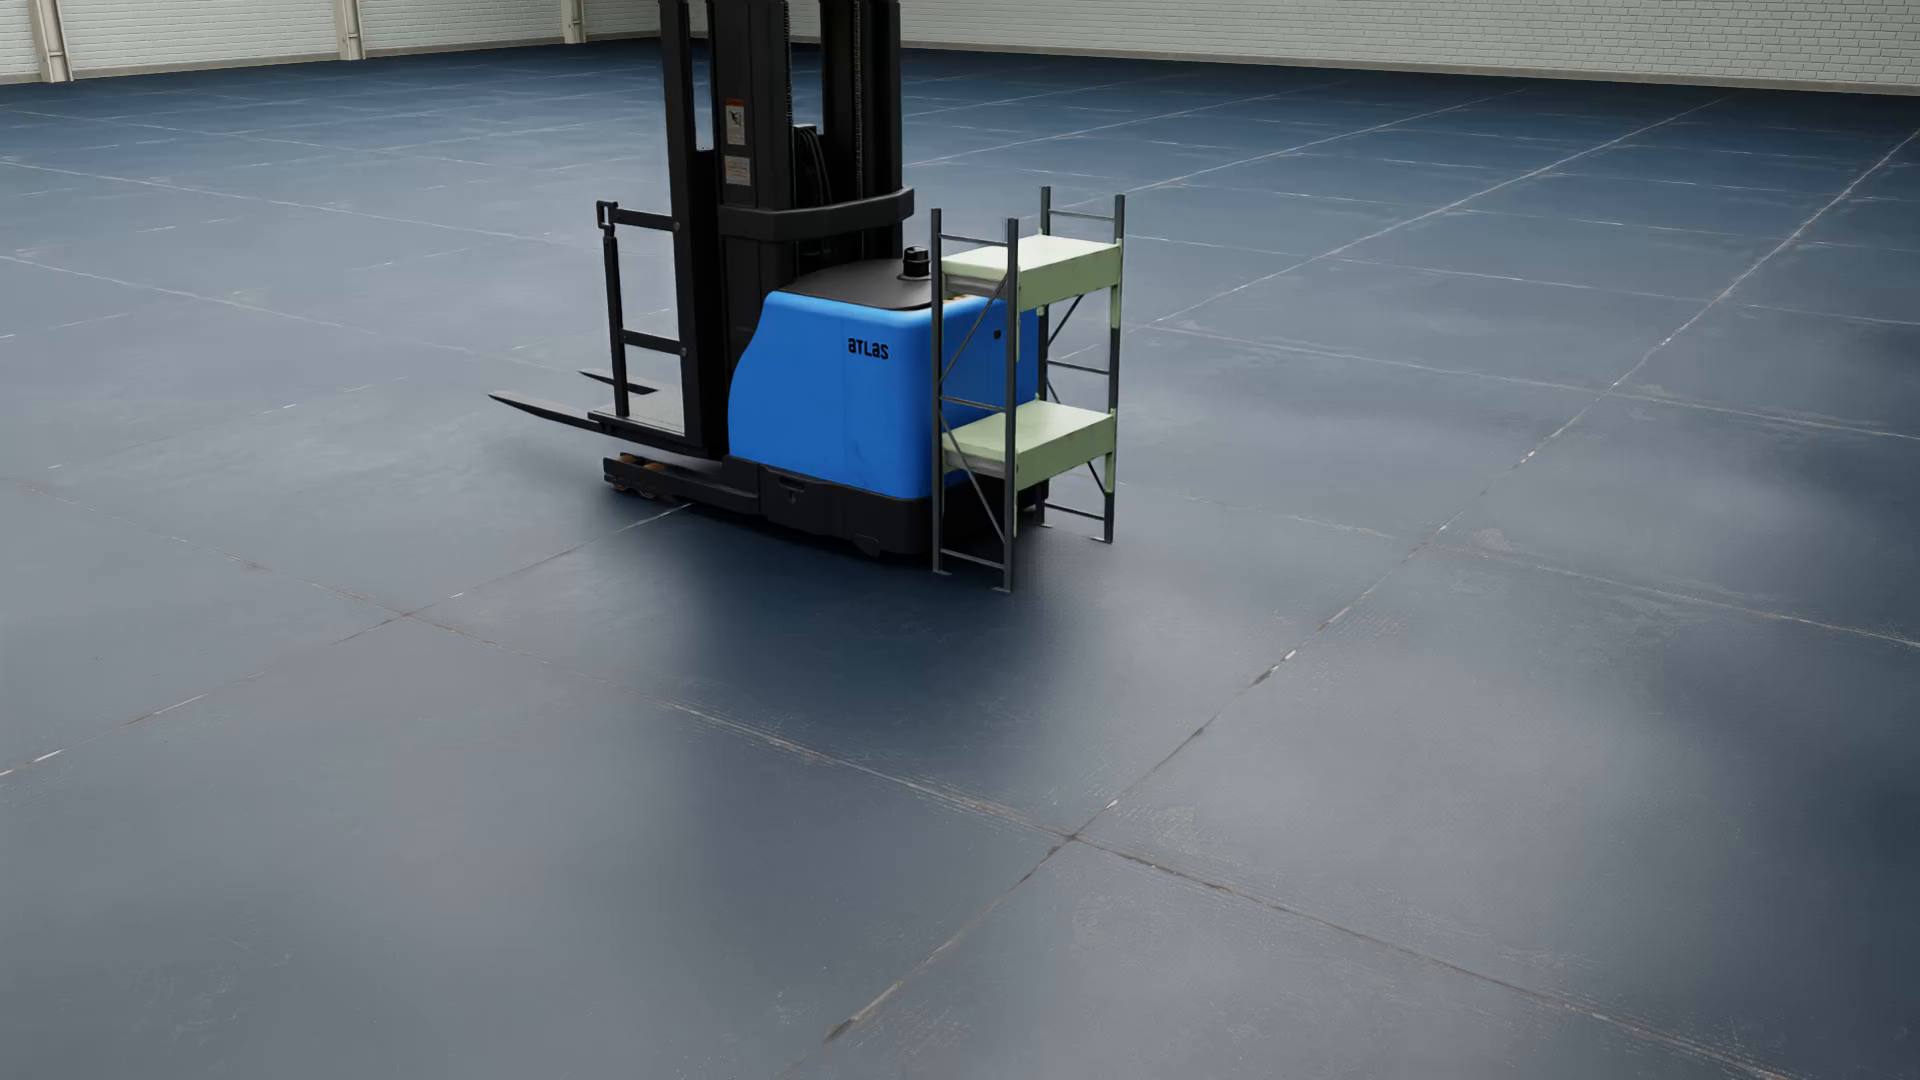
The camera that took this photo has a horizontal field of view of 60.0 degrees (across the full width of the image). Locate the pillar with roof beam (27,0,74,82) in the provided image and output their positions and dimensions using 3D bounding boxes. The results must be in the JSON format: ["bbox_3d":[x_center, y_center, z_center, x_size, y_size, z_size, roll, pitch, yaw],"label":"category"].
[{"bbox_3d":[-11.959,-11.273,24.769,9.100,9.000,0.400,13,24,32],"label":"pillar with roof beam"}]

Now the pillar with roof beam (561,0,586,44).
[{"bbox_3d":[-5.213,-14.716,34.077,9.100,9.000,0.400,13,24,32],"label":"pillar with roof beam"}]

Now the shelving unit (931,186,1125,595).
[{"bbox_3d":[0.277,-0.630,6.806,0.431,1.500,0.755,15,25,35],"label":"shelving unit"}]

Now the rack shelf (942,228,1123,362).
[{"bbox_3d":[0.277,-0.996,6.670,0.431,0.370,0.720,15,25,35],"label":"rack shelf"}]

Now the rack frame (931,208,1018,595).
[{"bbox_3d":[0.052,-0.530,6.535,0.400,1.500,0.023,15,25,35],"label":"rack frame"}]

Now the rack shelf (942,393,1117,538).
[{"bbox_3d":[0.276,-0.324,6.919,0.431,0.370,0.720,15,25,35],"label":"rack shelf"}]

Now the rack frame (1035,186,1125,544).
[{"bbox_3d":[0.501,-0.730,7.077,0.400,1.500,0.023,15,25,35],"label":"rack frame"}]

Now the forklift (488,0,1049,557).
[{"bbox_3d":[-1.068,-1.697,7.627,3.031,2.935,1.130,15,25,35],"label":"forklift"}]

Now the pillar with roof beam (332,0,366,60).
[{"bbox_3d":[-8.586,-12.994,29.423,9.100,9.000,0.400,13,24,32],"label":"pillar with roof beam"}]
